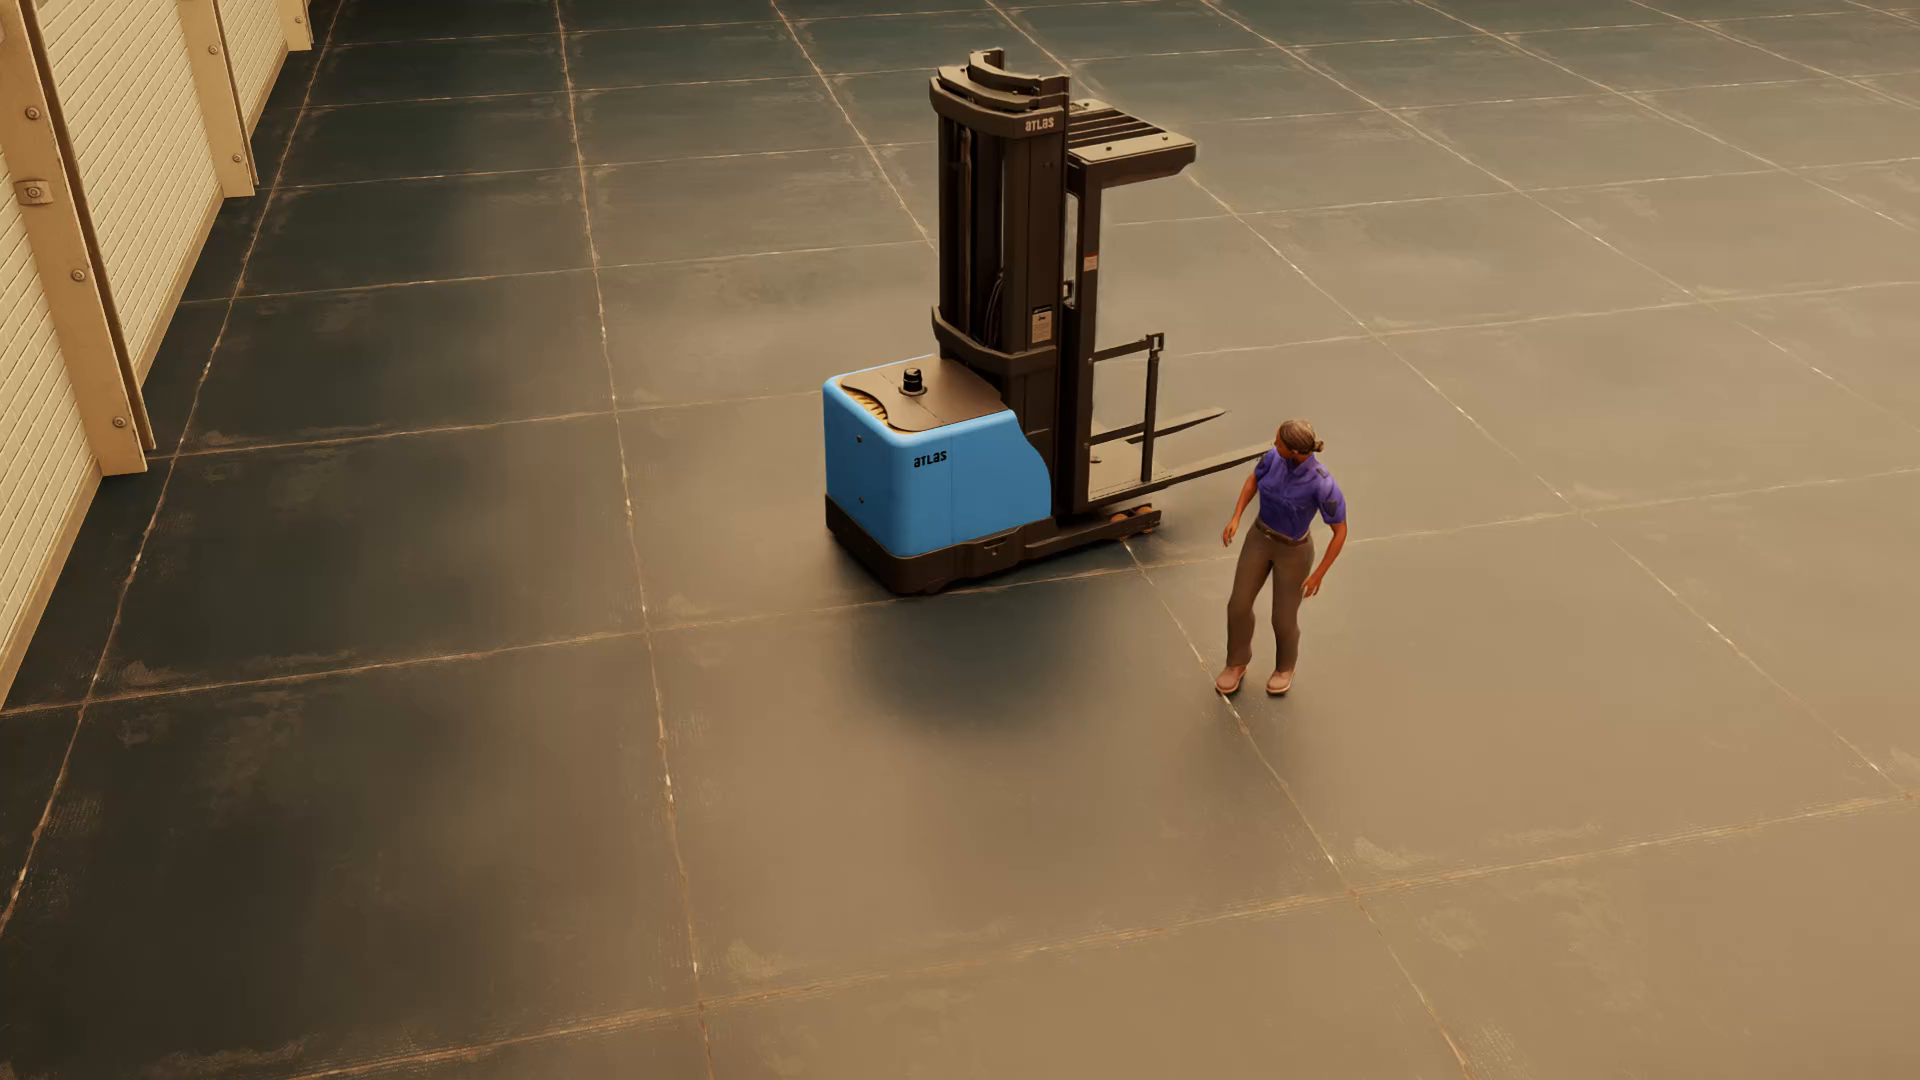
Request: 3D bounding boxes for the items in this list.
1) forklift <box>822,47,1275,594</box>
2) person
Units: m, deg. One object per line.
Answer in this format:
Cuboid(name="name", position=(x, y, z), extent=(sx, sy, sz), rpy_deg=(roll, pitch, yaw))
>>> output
Cuboid(name="forklift", position=(0.689, -1.477, 10.126), extent=(3.031, 2.935, 1.130), rpy_deg=(-16, 34, -26))
Cuboid(name="person", position=(1.672, 0.096, 8.713), extent=(0.648, 1.634, 0.466), rpy_deg=(23, 37, 34))
